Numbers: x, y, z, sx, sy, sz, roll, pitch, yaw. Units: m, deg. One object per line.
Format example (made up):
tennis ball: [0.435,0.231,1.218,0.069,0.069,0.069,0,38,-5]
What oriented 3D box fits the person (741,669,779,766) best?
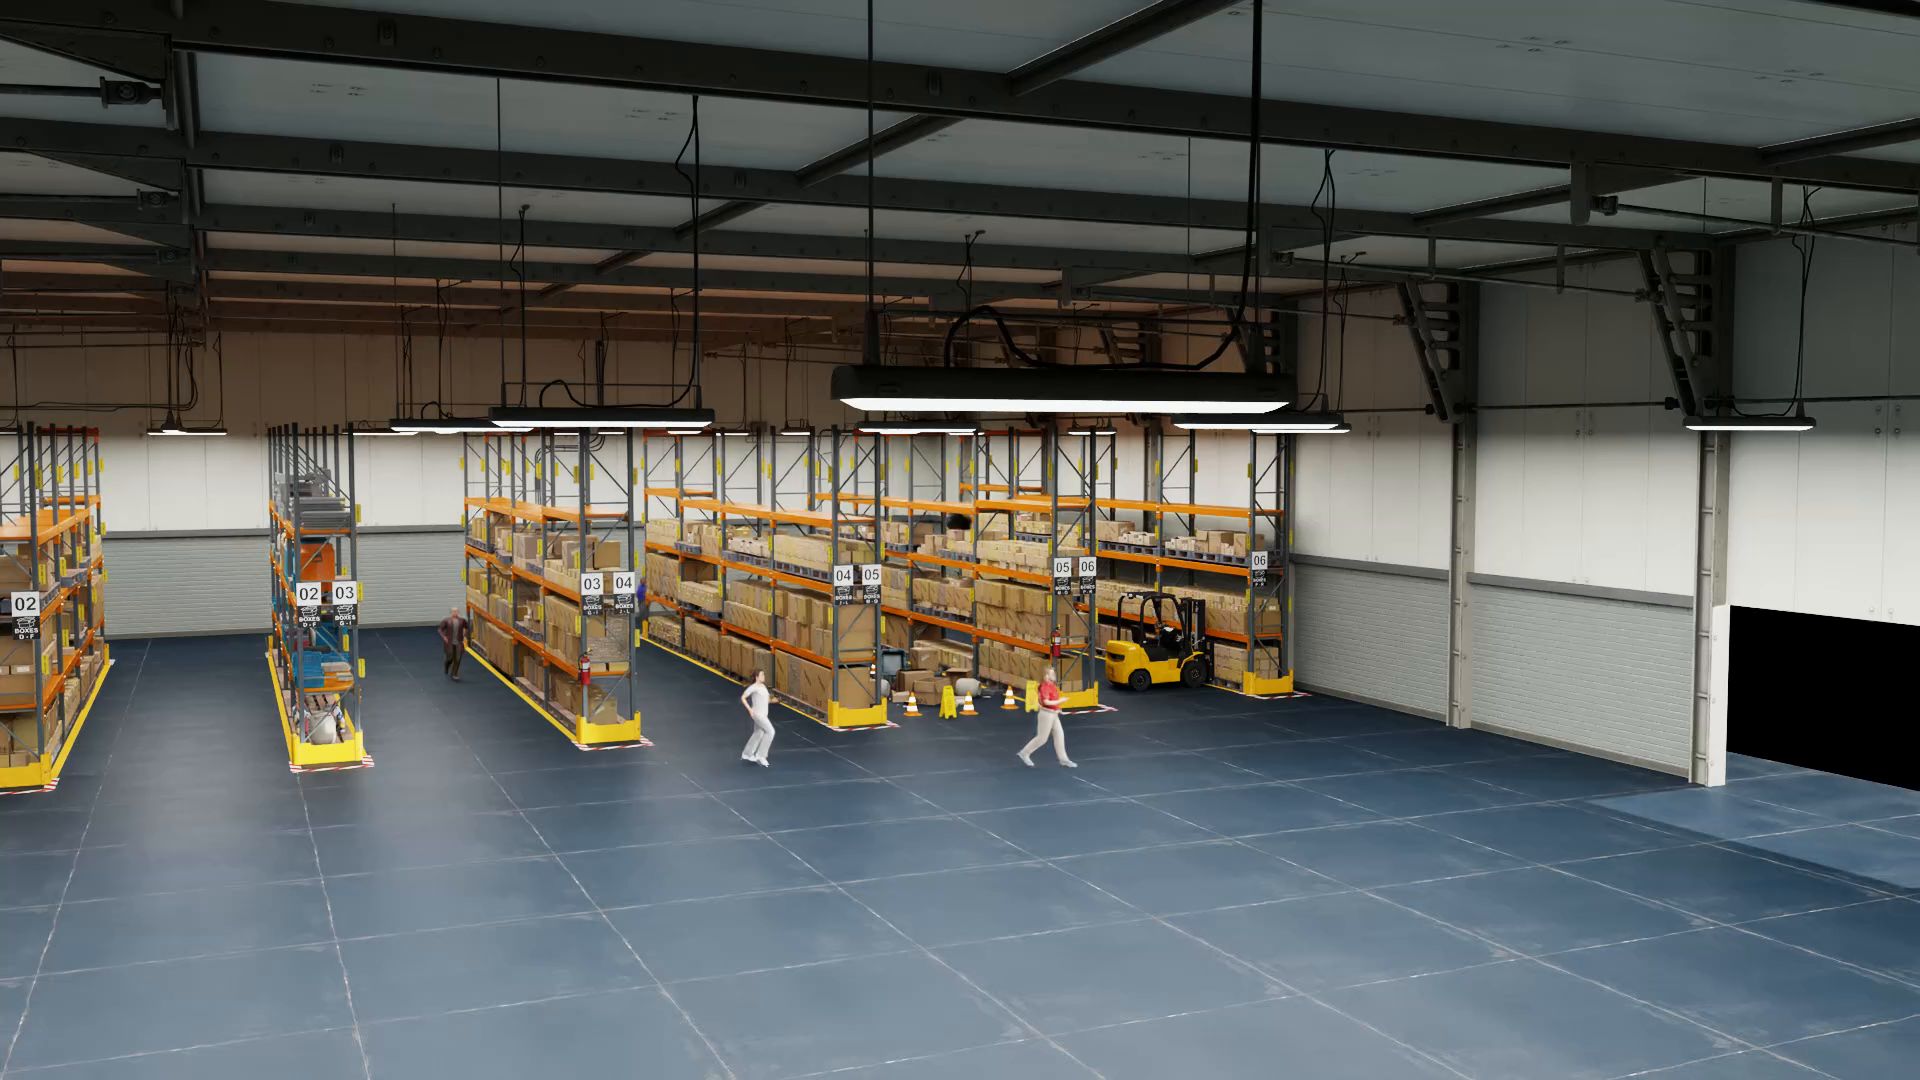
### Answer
person: [-3.514,3.111,29.148,0.719,1.698,0.532,1,4,13]

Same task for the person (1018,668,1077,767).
person: [1.542,3.065,28.742,0.969,1.707,0.670,1,4,17]

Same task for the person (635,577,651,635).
person: [-9.303,1.930,48.861,0.579,1.716,0.687,3,5,42]

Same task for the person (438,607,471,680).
person: [-11.998,2.492,39.517,0.750,1.653,0.715,-2,4,-25]
